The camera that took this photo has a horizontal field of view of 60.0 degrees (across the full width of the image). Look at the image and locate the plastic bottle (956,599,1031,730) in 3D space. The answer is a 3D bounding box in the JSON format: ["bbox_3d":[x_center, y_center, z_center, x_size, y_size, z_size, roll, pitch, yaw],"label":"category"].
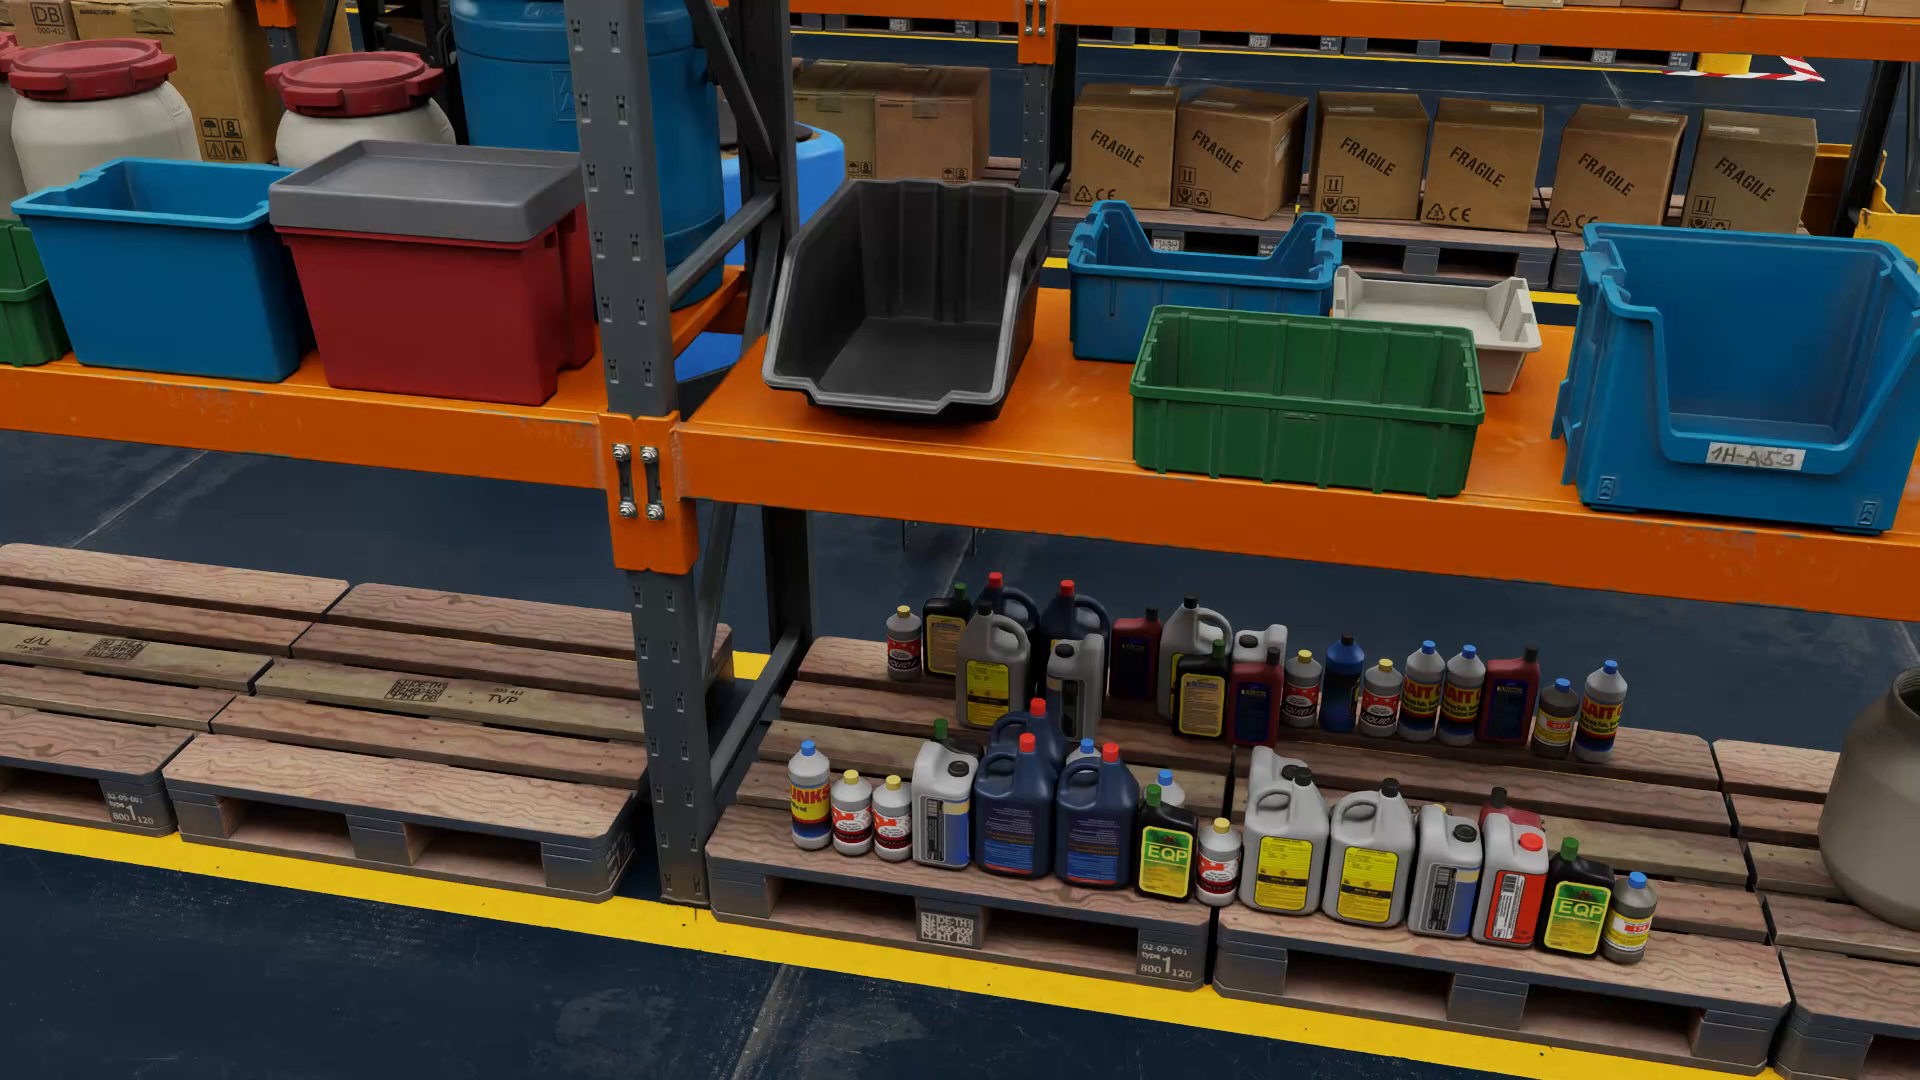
[{"bbox_3d":[0.086,0.317,4.347,0.185,0.351,0.144,6,29,11],"label":"plastic bottle"}]

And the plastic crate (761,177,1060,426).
[{"bbox_3d":[-0.088,-0.509,3.621,0.504,0.338,0.767,6,29,11],"label":"plastic crate"}]

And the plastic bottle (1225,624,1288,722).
[{"bbox_3d":[0.778,0.352,4.361,0.135,0.276,0.152,6,29,11],"label":"plastic bottle"}]

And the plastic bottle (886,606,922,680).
[{"bbox_3d":[-0.154,0.276,4.578,0.097,0.201,0.097,0,29,0],"label":"plastic bottle"}]

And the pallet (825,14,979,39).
[{"bbox_3d":[-0.372,-4.234,13.264,1.213,0.211,1.003,6,29,11],"label":"pallet"}]

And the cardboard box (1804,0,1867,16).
[{"bbox_3d":[3.806,-2.420,7.309,0.250,0.149,0.380,6,29,11],"label":"cardboard box"}]

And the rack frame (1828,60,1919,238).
[{"bbox_3d":[4.373,-2.574,7.327,0.127,3.000,1.000,6,29,11],"label":"rack frame"}]

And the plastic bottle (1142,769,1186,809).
[{"bbox_3d":[0.465,0.647,3.828,0.097,0.271,0.097,0,29,0],"label":"plastic bottle"}]

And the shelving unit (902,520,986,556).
[{"bbox_3d":[-0.052,-0.466,5.508,0.252,1.050,0.215,6,29,11],"label":"shelving unit"}]

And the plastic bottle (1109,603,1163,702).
[{"bbox_3d":[0.472,0.295,4.458,0.133,0.283,0.061,8,30,14],"label":"plastic bottle"}]

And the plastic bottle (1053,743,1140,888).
[{"bbox_3d":[0.314,0.615,3.803,0.185,0.351,0.144,5,29,8],"label":"plastic bottle"}]

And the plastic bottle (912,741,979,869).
[{"bbox_3d":[-0.032,0.610,3.889,0.135,0.276,0.152,7,29,12],"label":"plastic bottle"}]

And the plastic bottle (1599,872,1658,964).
[{"bbox_3d":[1.451,0.809,3.605,0.097,0.201,0.097,0,29,0],"label":"plastic bottle"}]

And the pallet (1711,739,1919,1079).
[{"bbox_3d":[2.461,0.906,3.875,1.213,0.211,1.003,6,29,11],"label":"pallet"}]

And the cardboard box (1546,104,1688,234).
[{"bbox_3d":[3.174,-1.776,8.036,0.500,0.500,0.500,14,32,24],"label":"cardboard box"}]

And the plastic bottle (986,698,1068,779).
[{"bbox_3d":[0.159,0.528,3.962,0.185,0.351,0.144,6,29,11],"label":"plastic bottle"}]

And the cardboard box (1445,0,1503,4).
[{"bbox_3d":[2.332,-2.554,7.553,0.250,0.149,0.380,6,29,11],"label":"cardboard box"}]

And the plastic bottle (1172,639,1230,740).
[{"bbox_3d":[0.624,0.381,4.300,0.133,0.283,0.061,6,29,11],"label":"plastic bottle"}]

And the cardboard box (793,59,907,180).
[{"bbox_3d":[-0.598,-2.200,8.789,0.500,0.500,0.700,6,29,10],"label":"cardboard box"}]

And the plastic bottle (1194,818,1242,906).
[{"bbox_3d":[0.586,0.720,3.767,0.097,0.201,0.097,0,29,0],"label":"plastic bottle"}]

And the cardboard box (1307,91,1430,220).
[{"bbox_3d":[2.029,-1.924,8.307,0.500,0.500,0.500,3,29,6],"label":"cardboard box"}]

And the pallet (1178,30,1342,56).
[{"bbox_3d":[2.323,-3.958,12.759,1.213,0.211,1.003,6,29,11],"label":"pallet"}]

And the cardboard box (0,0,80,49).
[{"bbox_3d":[-4.992,-2.800,9.516,0.875,0.875,1.225,6,29,11],"label":"cardboard box"}]

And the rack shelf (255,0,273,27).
[{"bbox_3d":[-5.407,-3.261,9.332,4.000,0.370,1.077,6,29,11],"label":"rack shelf"}]

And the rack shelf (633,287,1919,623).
[{"bbox_3d":[1.382,-0.133,3.618,4.000,0.370,1.077,6,29,11],"label":"rack shelf"}]

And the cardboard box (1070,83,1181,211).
[{"bbox_3d":[0.844,-2.004,8.452,0.500,0.500,0.500,5,29,9],"label":"cardboard box"}]

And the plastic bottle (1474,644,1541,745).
[{"bbox_3d":[1.413,0.392,4.282,0.133,0.283,0.061,6,29,11],"label":"plastic bottle"}]

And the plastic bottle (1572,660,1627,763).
[{"bbox_3d":[1.630,0.428,4.227,0.097,0.271,0.097,0,29,0],"label":"plastic bottle"}]

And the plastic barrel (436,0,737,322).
[{"bbox_3d":[-0.888,-1.050,4.021,0.708,0.901,0.600,6,29,11],"label":"plastic barrel"}]

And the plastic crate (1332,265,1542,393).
[{"bbox_3d":[1.067,-0.489,3.794,0.437,0.136,0.530,6,29,11],"label":"plastic crate"}]

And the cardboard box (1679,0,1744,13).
[{"bbox_3d":[3.310,-2.454,7.370,0.250,0.149,0.380,6,29,11],"label":"cardboard box"}]

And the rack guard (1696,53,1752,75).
[{"bbox_3d":[5.531,-3.794,12.159,0.348,0.500,1.175,6,29,11],"label":"rack guard"}]

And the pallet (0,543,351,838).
[{"bbox_3d":[-2.546,0.393,4.813,1.213,0.211,1.003,6,29,11],"label":"pallet"}]

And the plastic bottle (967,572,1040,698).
[{"bbox_3d":[0.116,0.250,4.471,0.185,0.351,0.144,5,29,9],"label":"plastic bottle"}]

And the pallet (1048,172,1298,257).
[{"bbox_3d":[1.125,-1.701,8.637,1.213,0.211,1.003,6,29,11],"label":"pallet"}]

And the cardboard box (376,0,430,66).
[{"bbox_3d":[-2.790,-2.748,9.010,0.500,0.250,0.500,7,29,13],"label":"cardboard box"}]

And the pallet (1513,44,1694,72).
[{"bbox_3d":[4.709,-3.713,12.312,1.213,0.211,1.003,6,29,11],"label":"pallet"}]

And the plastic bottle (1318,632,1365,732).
[{"bbox_3d":[0.999,0.363,4.346,0.097,0.271,0.097,0,29,0],"label":"plastic bottle"}]

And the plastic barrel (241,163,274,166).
[{"bbox_3d":[-1.836,-0.793,4.218,0.301,0.262,0.301,0,29,0],"label":"plastic barrel"}]

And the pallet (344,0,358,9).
[{"bbox_3d":[-5.467,-4.796,14.290,1.213,0.211,1.003,6,29,11],"label":"pallet"}]

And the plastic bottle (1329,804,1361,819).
[{"bbox_3d":[0.894,0.681,3.839,0.097,0.201,0.097,0,29,0],"label":"plastic bottle"}]

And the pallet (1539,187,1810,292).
[{"bbox_3d":[3.511,-1.456,8.190,1.213,0.211,1.003,6,29,11],"label":"pallet"}]

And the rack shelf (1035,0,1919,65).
[{"bbox_3d":[2.417,-2.459,7.866,4.000,0.370,1.077,6,29,11],"label":"rack shelf"}]

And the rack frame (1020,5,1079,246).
[{"bbox_3d":[0.461,-2.975,8.060,0.127,3.000,1.000,6,29,11],"label":"rack frame"}]

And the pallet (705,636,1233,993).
[{"bbox_3d":[0.075,0.661,4.322,1.213,0.211,1.003,6,29,11],"label":"pallet"}]

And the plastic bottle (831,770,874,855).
[{"bbox_3d":[-0.254,0.634,3.925,0.097,0.201,0.097,0,29,0],"label":"plastic bottle"}]

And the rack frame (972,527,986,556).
[{"bbox_3d":[0.067,-0.454,5.485,0.008,1.050,0.200,6,29,11],"label":"rack frame"}]

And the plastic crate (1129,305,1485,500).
[{"bbox_3d":[0.695,-0.287,3.371,0.662,0.188,0.450,6,29,11],"label":"plastic crate"}]

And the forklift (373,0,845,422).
[{"bbox_3d":[-1.795,-2.247,6.803,1.130,2.935,3.031,-24,37,-37],"label":"forklift"}]

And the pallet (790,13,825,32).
[{"bbox_3d":[-1.561,-4.357,13.489,1.213,0.211,1.003,6,29,11],"label":"pallet"}]

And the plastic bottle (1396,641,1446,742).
[{"bbox_3d":[1.197,0.384,4.309,0.097,0.271,0.097,0,29,0],"label":"plastic bottle"}]

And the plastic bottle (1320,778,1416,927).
[{"bbox_3d":[0.911,0.676,3.691,0.185,0.351,0.144,7,29,13],"label":"plastic bottle"}]

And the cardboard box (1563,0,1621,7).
[{"bbox_3d":[2.825,-2.513,7.478,0.250,0.149,0.380,6,29,11],"label":"cardboard box"}]

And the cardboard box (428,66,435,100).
[{"bbox_3d":[-2.792,-2.415,9.182,0.500,0.500,0.700,4,29,8],"label":"cardboard box"}]

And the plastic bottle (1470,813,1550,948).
[{"bbox_3d":[1.210,0.738,3.657,0.135,0.276,0.152,6,29,11],"label":"plastic bottle"}]

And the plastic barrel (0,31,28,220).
[{"bbox_3d":[-2.604,-1.024,4.356,0.433,0.535,0.433,0,29,0],"label":"plastic barrel"}]

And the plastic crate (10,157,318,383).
[{"bbox_3d":[-1.717,-0.606,3.750,0.575,0.384,0.392,6,29,11],"label":"plastic crate"}]
